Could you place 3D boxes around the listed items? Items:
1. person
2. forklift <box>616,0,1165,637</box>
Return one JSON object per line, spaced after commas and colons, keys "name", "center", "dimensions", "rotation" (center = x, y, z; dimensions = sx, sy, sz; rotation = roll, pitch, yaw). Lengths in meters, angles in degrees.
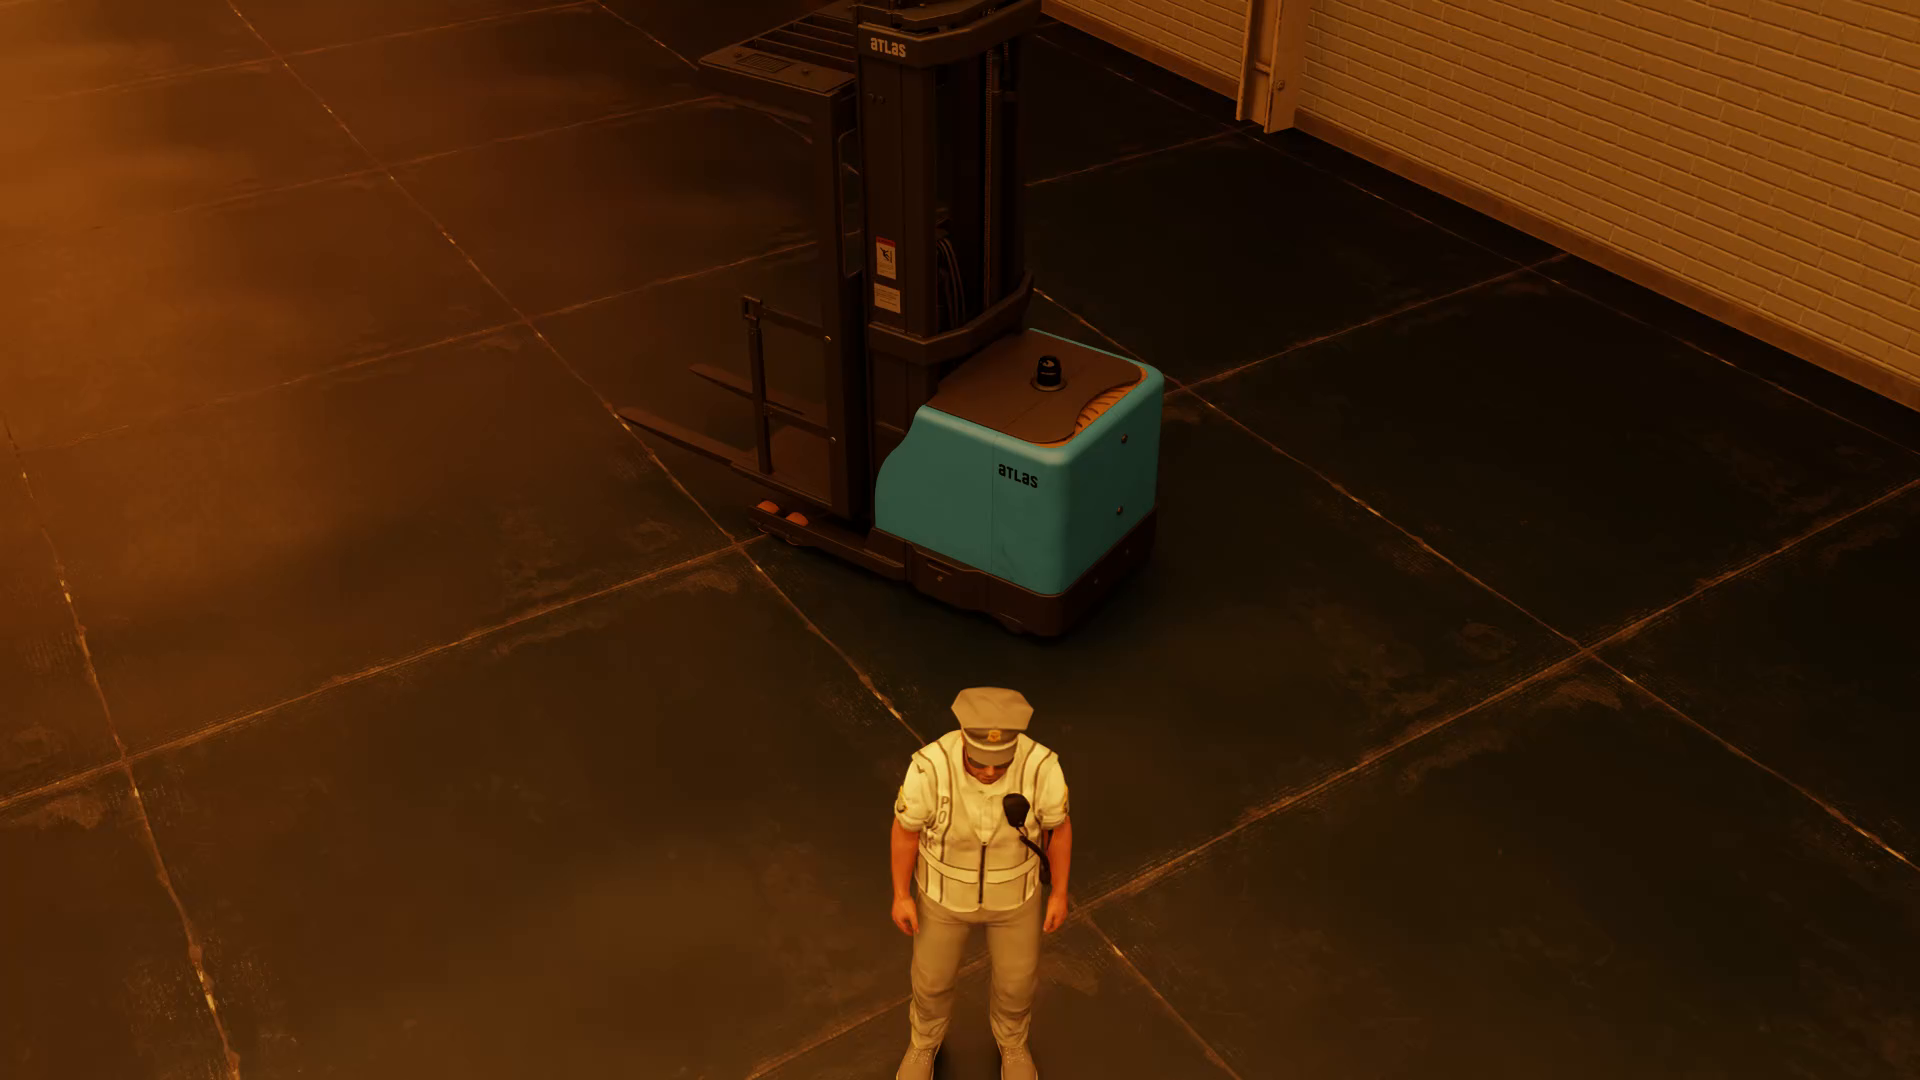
{"name": "person", "center": [0.068, 1.152, 5.535], "dimensions": [0.595, 1.748, 0.433], "rotation": [0, 35, -1]}
{"name": "forklift", "center": [-0.500, -1.399, 8.138], "dimensions": [3.031, 2.935, 1.130], "rotation": [22, 41, 28]}
